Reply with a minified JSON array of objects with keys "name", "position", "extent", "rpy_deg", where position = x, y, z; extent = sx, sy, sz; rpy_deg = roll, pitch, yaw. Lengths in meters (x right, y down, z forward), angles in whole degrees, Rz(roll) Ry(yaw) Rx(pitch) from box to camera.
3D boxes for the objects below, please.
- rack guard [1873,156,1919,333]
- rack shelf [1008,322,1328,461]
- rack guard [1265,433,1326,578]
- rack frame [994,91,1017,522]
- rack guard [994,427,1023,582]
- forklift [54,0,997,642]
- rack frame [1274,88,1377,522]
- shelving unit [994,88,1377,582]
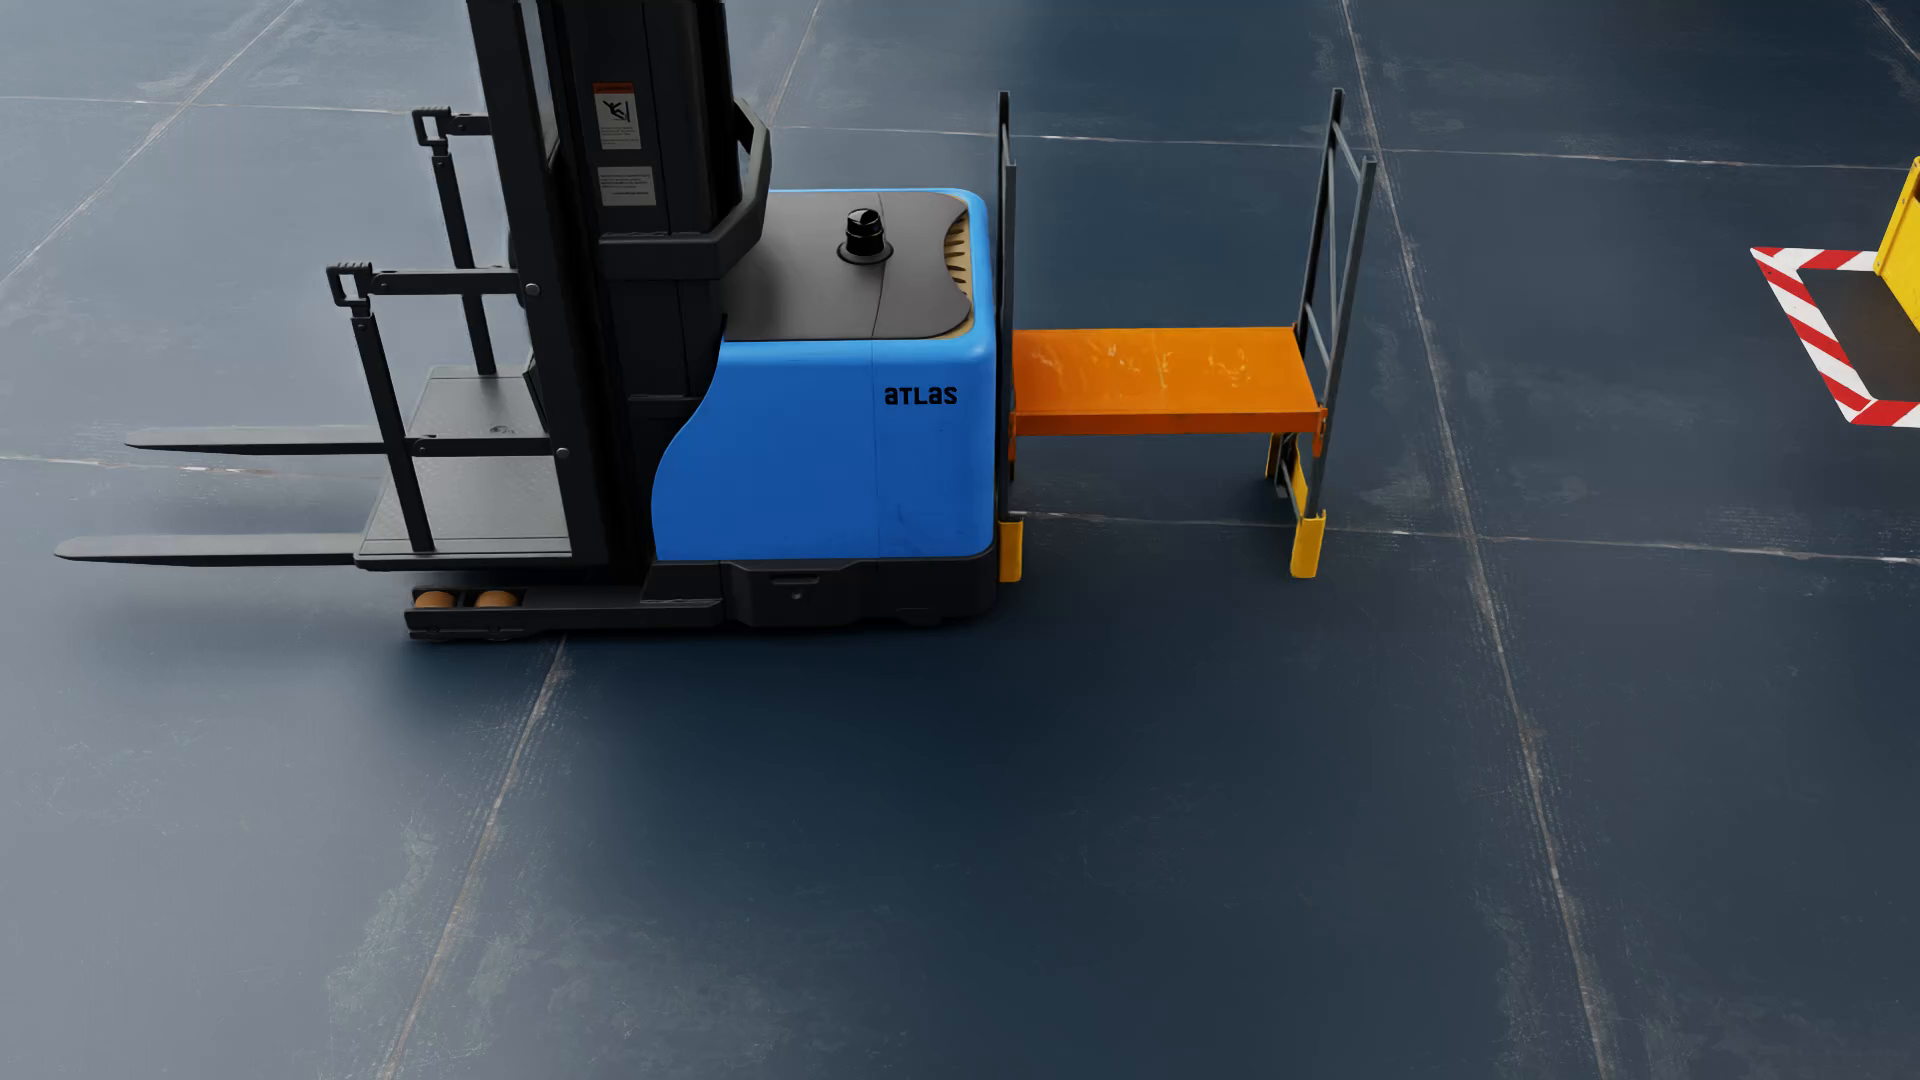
[{"name":"rack guard","position":[4.076,-1.031,6.621],"extent":[0.348,0.500,1.175],"rpy_deg":[3,39,4]},{"name":"rack shelf","position":[0.647,-0.492,5.452],"extent":[1.000,0.185,0.538],"rpy_deg":[-1,39,-1]},{"name":"rack guard","position":[1.154,-0.154,5.741],"extent":[0.087,0.250,0.587],"rpy_deg":[-1,39,-1]},{"name":"rack frame","position":[0.139,-0.625,5.330],"extent":[0.032,1.500,0.500],"rpy_deg":[-1,39,-1]},{"name":"rack guard","position":[0.158,-0.141,5.725],"extent":[0.087,0.250,0.587],"rpy_deg":[-1,39,-1]},{"name":"forklift","position":[-1.406,-1.147,4.838],"extent":[3.031,2.935,1.130],"rpy_deg":[-1,39,-1]},{"name":"rack frame","position":[1.155,-0.639,5.346],"extent":[0.032,1.500,0.500],"rpy_deg":[-1,39,-1]},{"name":"shelving unit","position":[0.656,-0.632,5.338],"extent":[1.083,1.500,0.587],"rpy_deg":[-1,39,-1]}]
